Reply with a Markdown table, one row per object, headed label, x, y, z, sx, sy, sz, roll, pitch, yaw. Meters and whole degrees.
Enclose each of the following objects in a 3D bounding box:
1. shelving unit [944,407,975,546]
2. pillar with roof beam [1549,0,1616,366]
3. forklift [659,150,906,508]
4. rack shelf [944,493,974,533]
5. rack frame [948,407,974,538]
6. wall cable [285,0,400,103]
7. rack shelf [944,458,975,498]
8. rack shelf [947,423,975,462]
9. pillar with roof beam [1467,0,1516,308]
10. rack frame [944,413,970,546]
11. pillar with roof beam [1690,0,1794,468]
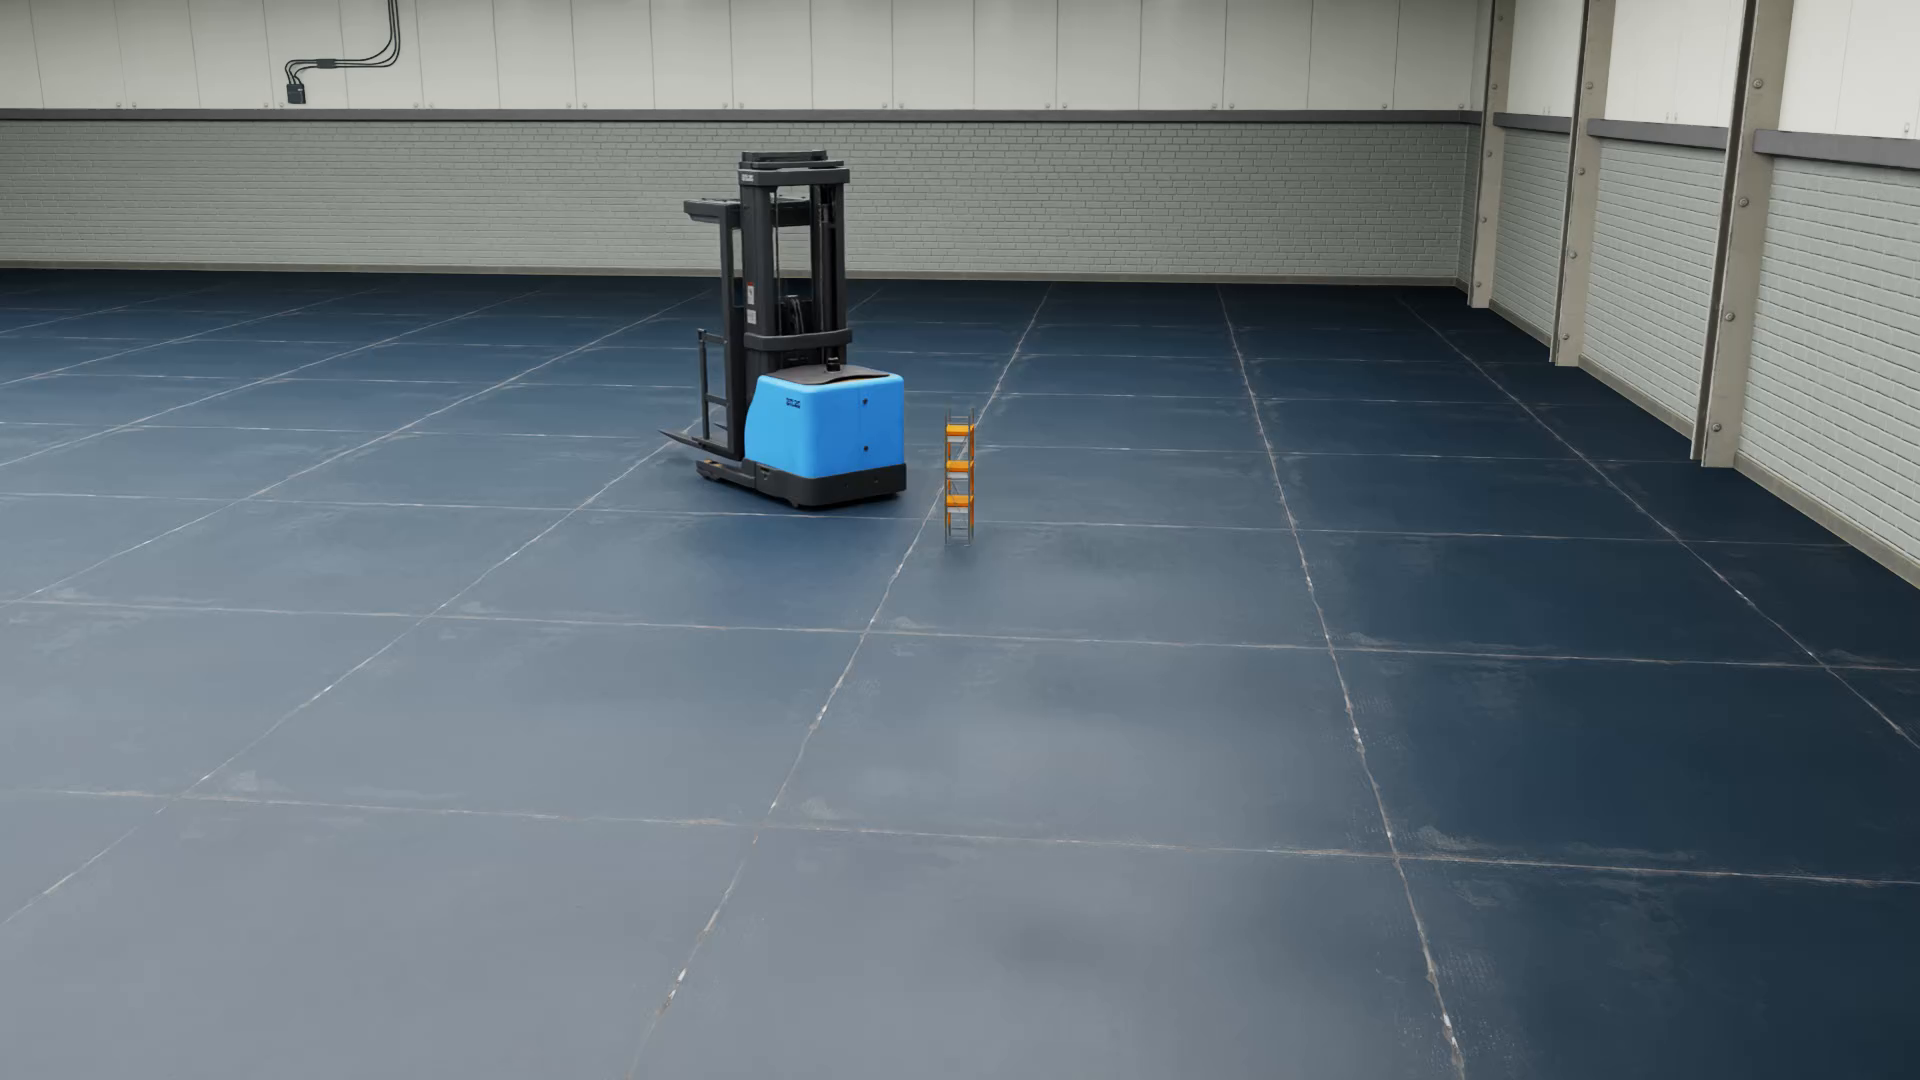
| label | x | y | z | sx | sy | sz | roll | pitch | yaw |
| --- | --- | --- | --- | --- | --- | --- | --- | --- | --- |
| shelving unit | -0.006 | -0.493 | 12.974 | 0.215 | 1.050 | 0.252 | 2 | 15 | 6 |
| pillar with roof beam | 3.597 | -6.765 | 20.942 | 9.100 | 9.000 | 0.400 | 2 | 15 | 6 |
| forklift | -1.763 | -2.015 | 14.999 | 1.130 | 2.935 | 3.031 | -11 | 19 | -36 |
| rack shelf | -0.006 | -0.214 | 13.049 | 0.215 | 0.259 | 0.240 | 2 | 15 | 6 |
| rack frame | 0.008 | -0.525 | 13.091 | 0.200 | 1.050 | 0.008 | 2 | 15 | 6 |
| wall cable | -11.670 | -11.206 | 30.848 | 2.305 | 6.003 | 0.169 | 2 | 15 | 6 |
| rack shelf | -0.006 | -0.483 | 12.976 | 0.215 | 0.259 | 0.240 | 2 | 15 | 6 |
| rack shelf | -0.006 | -0.757 | 12.902 | 0.215 | 0.259 | 0.240 | 2 | 15 | 6 |
| pillar with roof beam | 4.274 | -8.321 | 26.697 | 9.100 | 9.000 | 0.400 | 2 | 15 | 6 |
| rack frame | -0.020 | -0.461 | 12.857 | 0.200 | 1.050 | 0.008 | 2 | 15 | 6 |
| pillar with roof beam | 2.920 | -5.209 | 15.187 | 9.100 | 9.000 | 0.400 | 2 | 15 | 6 |
